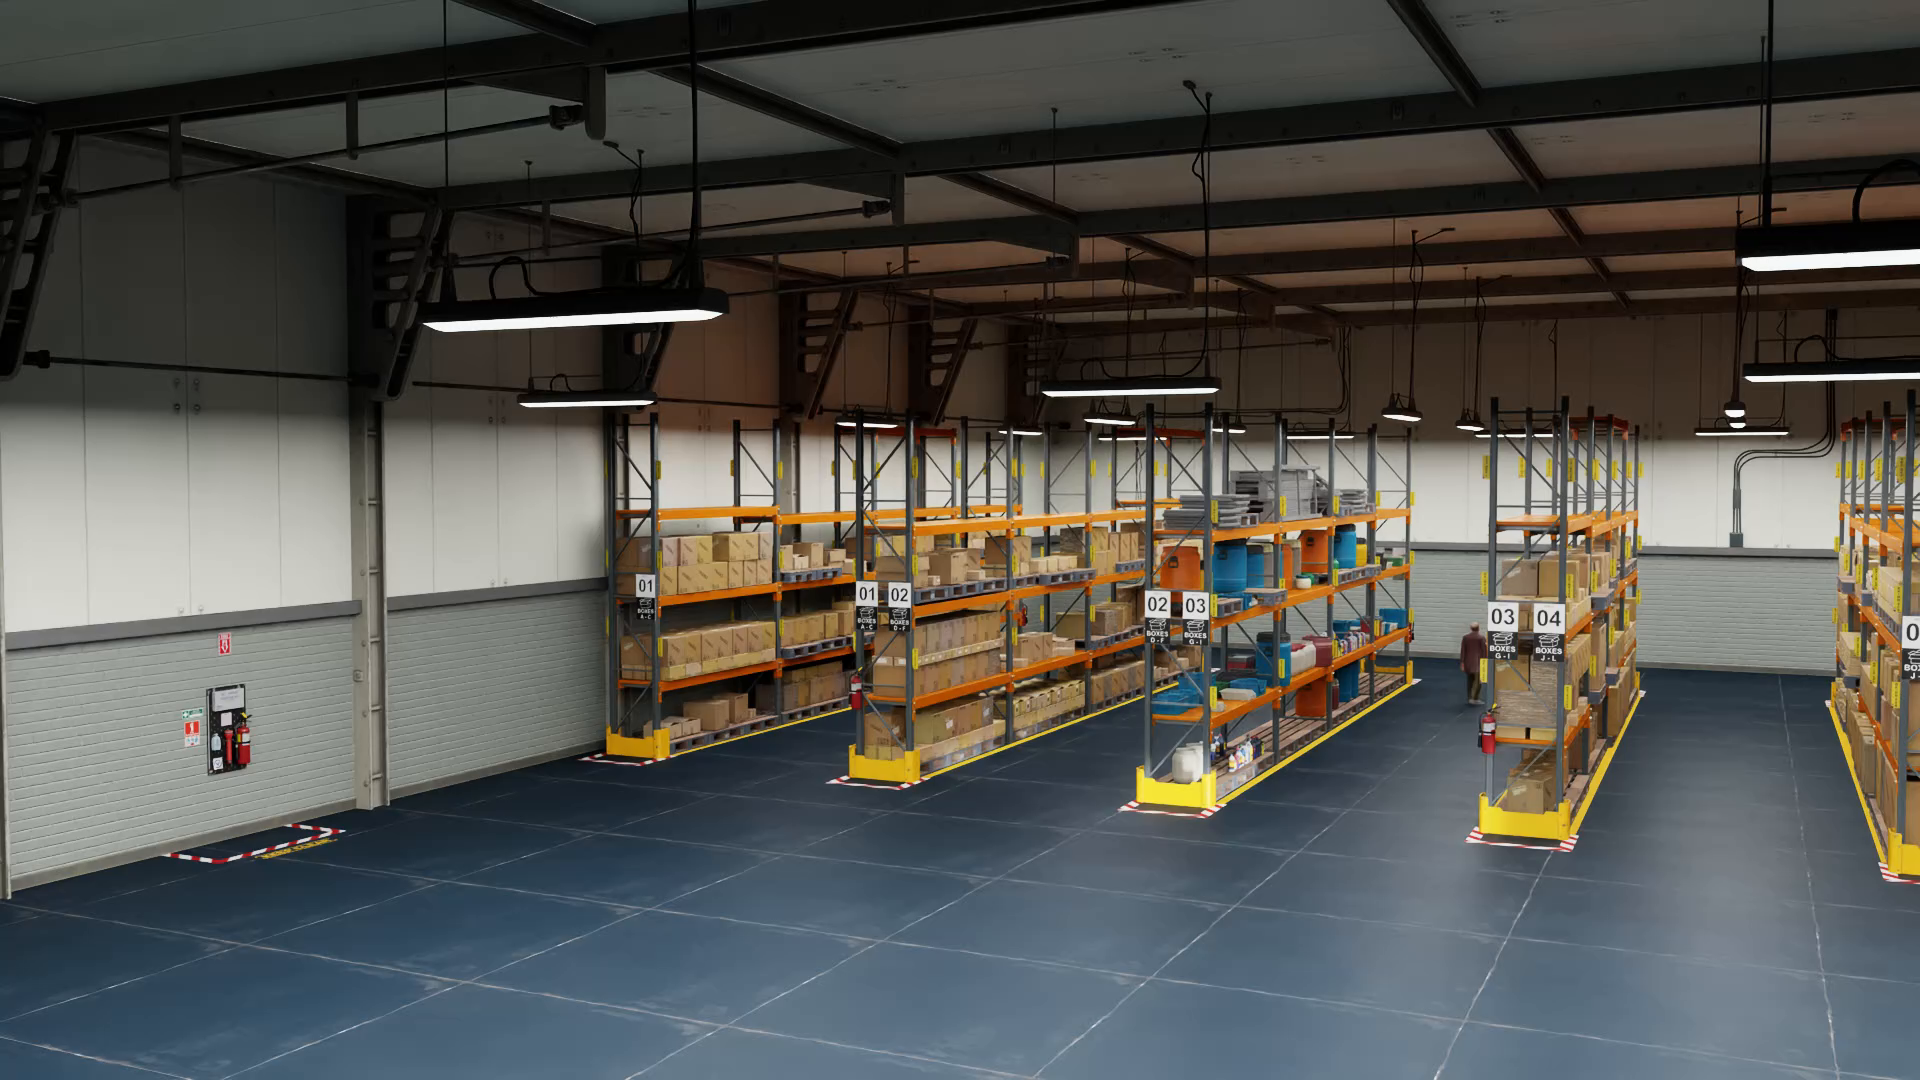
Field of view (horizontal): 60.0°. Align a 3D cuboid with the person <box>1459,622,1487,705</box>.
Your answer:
[{"bbox_3d":[11.008,2.630,35.555,0.622,1.775,0.846,2,3,40],"label":"person"}]
